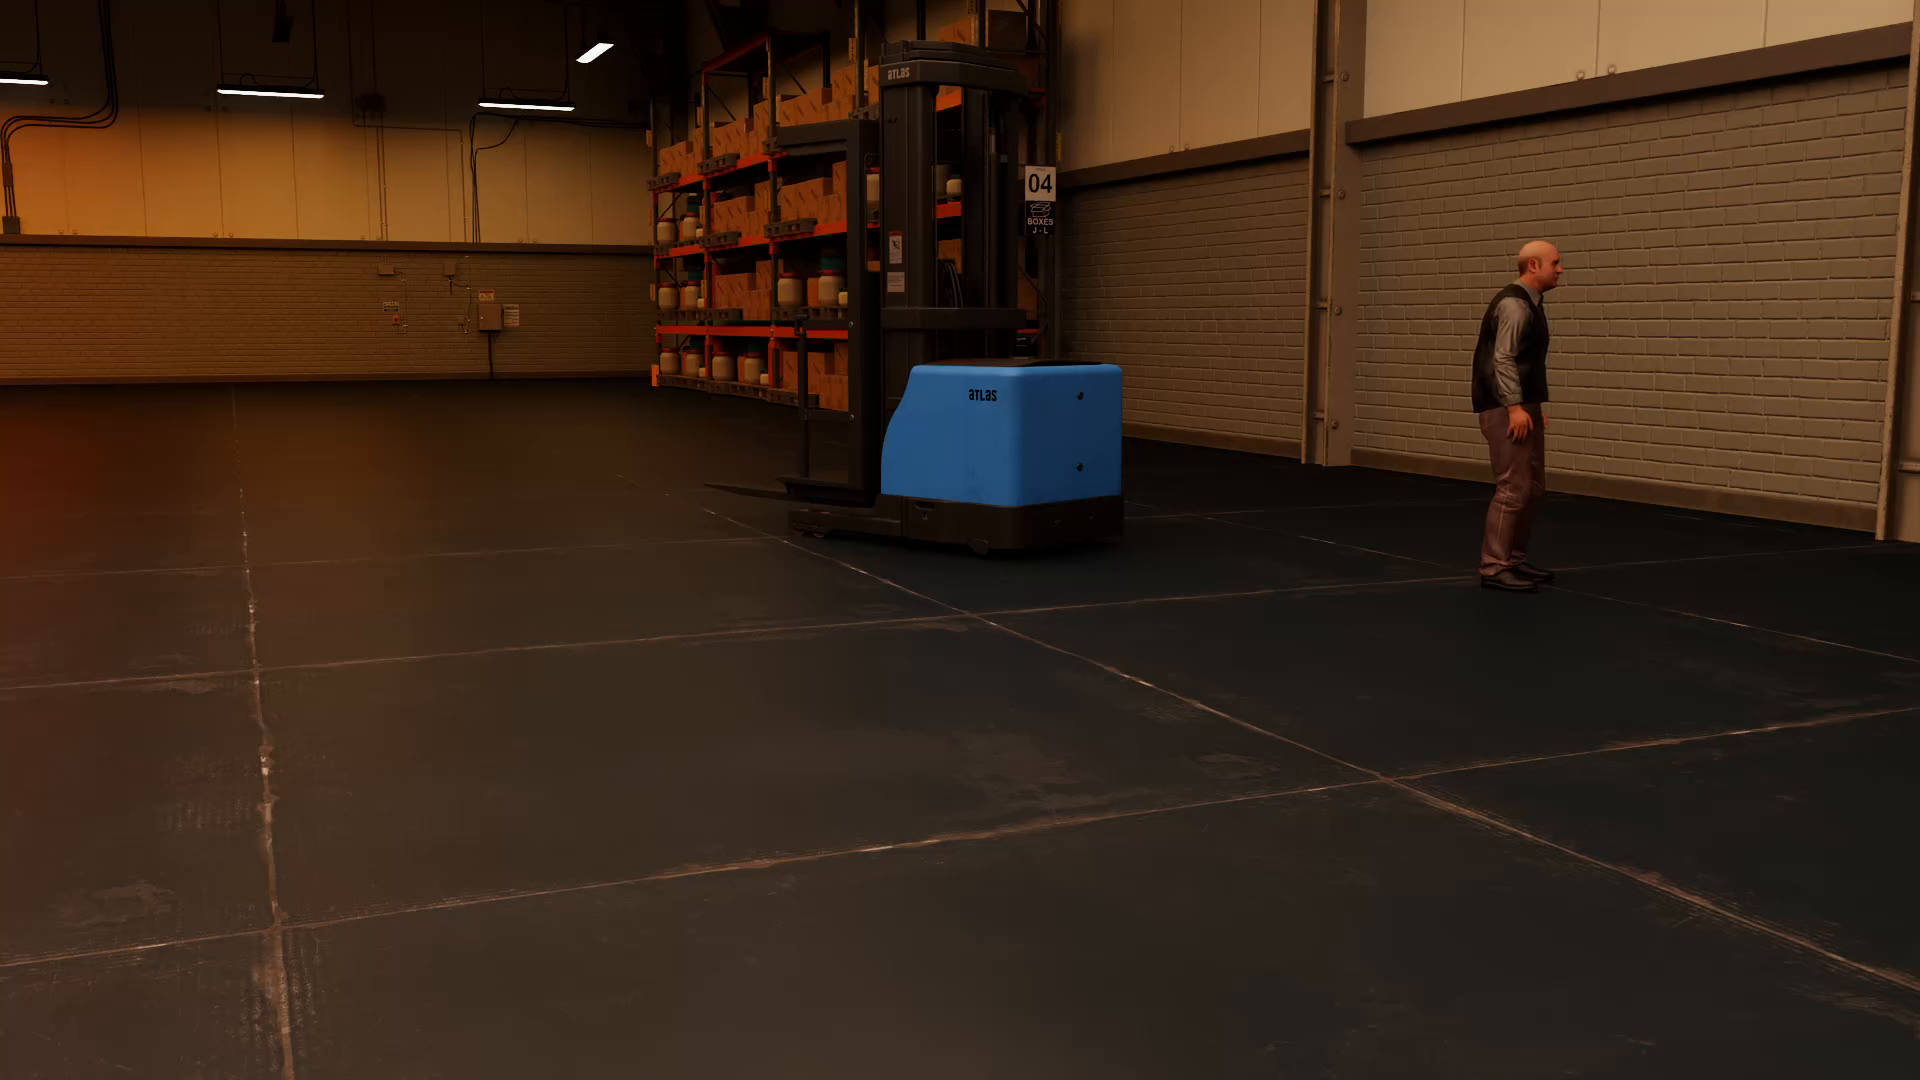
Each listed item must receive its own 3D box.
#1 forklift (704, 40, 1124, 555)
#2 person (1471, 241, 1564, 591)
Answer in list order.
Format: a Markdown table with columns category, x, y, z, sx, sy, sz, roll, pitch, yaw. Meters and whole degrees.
| category | x | y | z | sx | sy | sz | roll | pitch | yaw |
| --- | --- | --- | --- | --- | --- | --- | --- | --- | --- |
| forklift | -0.436 | -1.509 | 10.383 | 3.031 | 2.935 | 1.130 | 7 | 10 | 44 |
| person | 2.795 | -0.634 | 8.380 | 0.414 | 1.721 | 0.589 | 4 | 9 | 31 |
